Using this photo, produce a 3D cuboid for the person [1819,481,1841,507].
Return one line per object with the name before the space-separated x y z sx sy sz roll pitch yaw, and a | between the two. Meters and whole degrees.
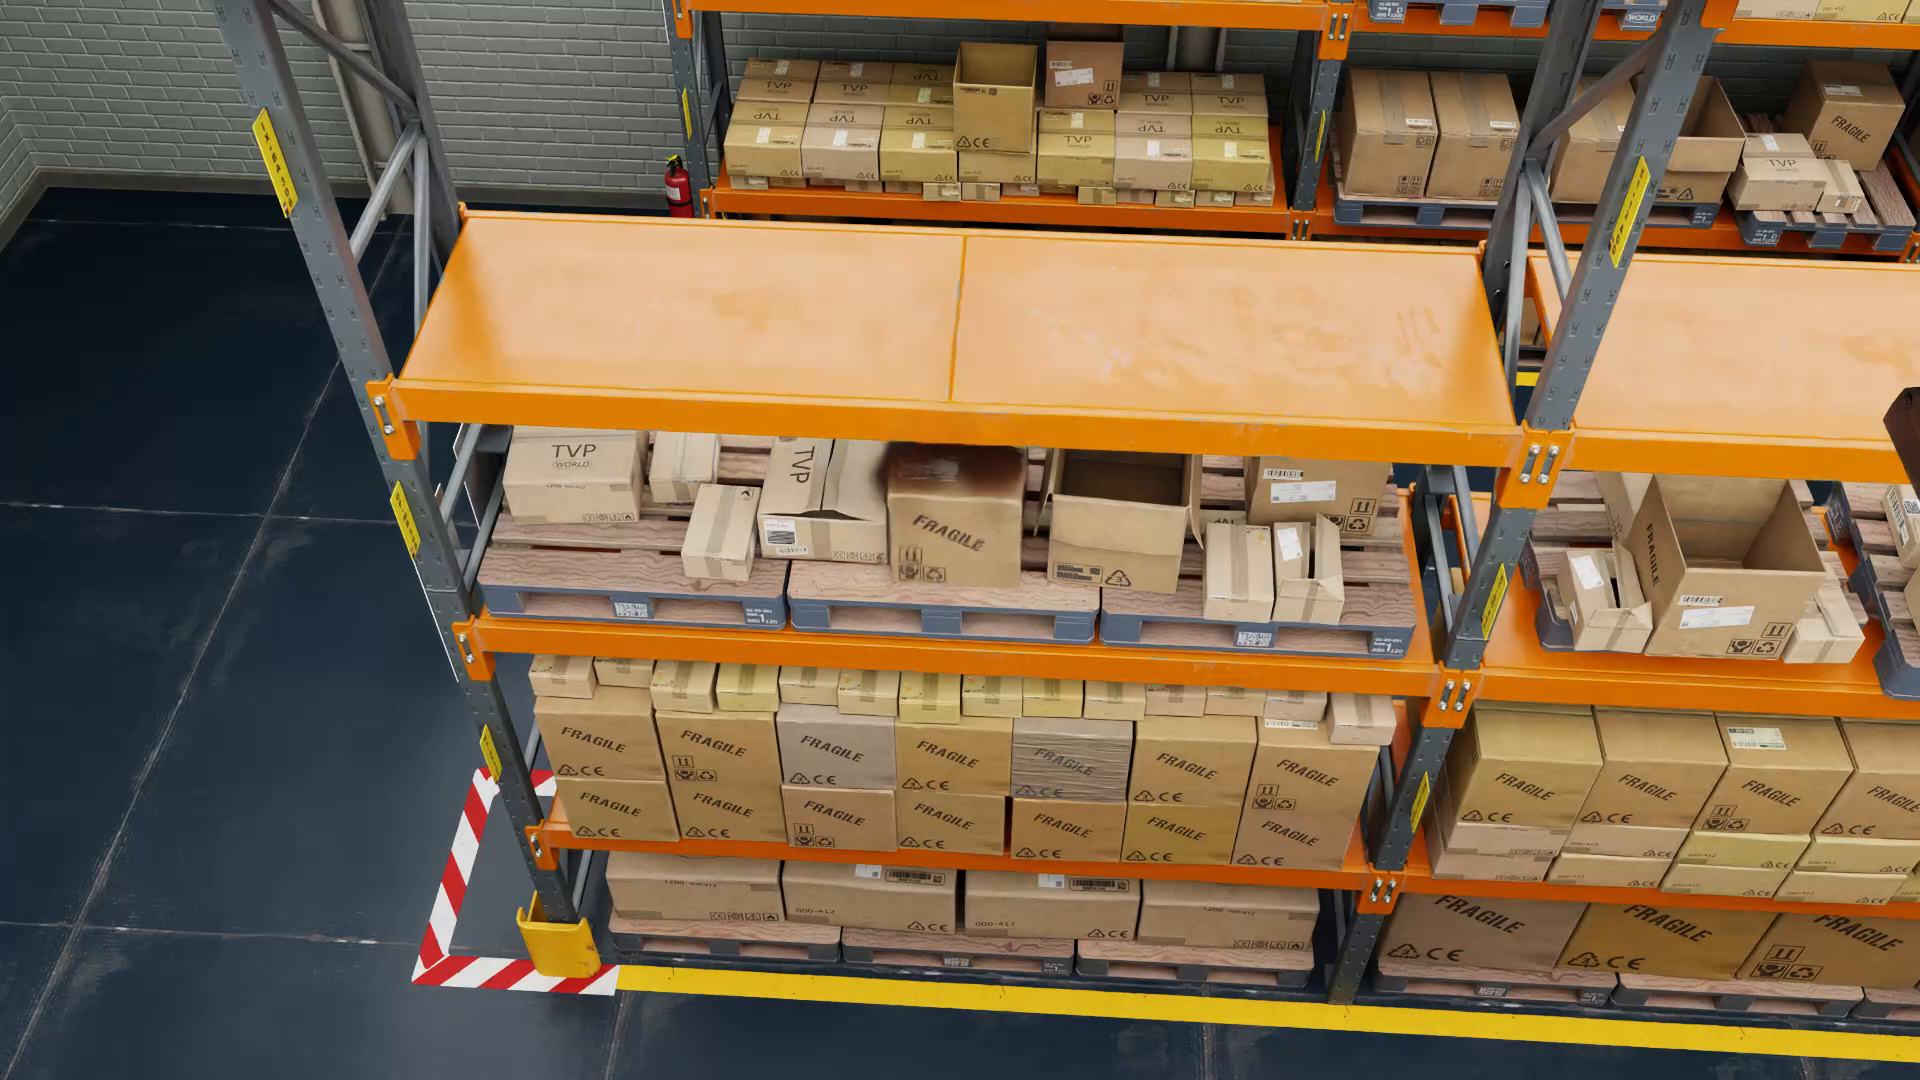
person | 5.410 -0.710 10.238 0.737 1.704 0.524 -8 48 -7
